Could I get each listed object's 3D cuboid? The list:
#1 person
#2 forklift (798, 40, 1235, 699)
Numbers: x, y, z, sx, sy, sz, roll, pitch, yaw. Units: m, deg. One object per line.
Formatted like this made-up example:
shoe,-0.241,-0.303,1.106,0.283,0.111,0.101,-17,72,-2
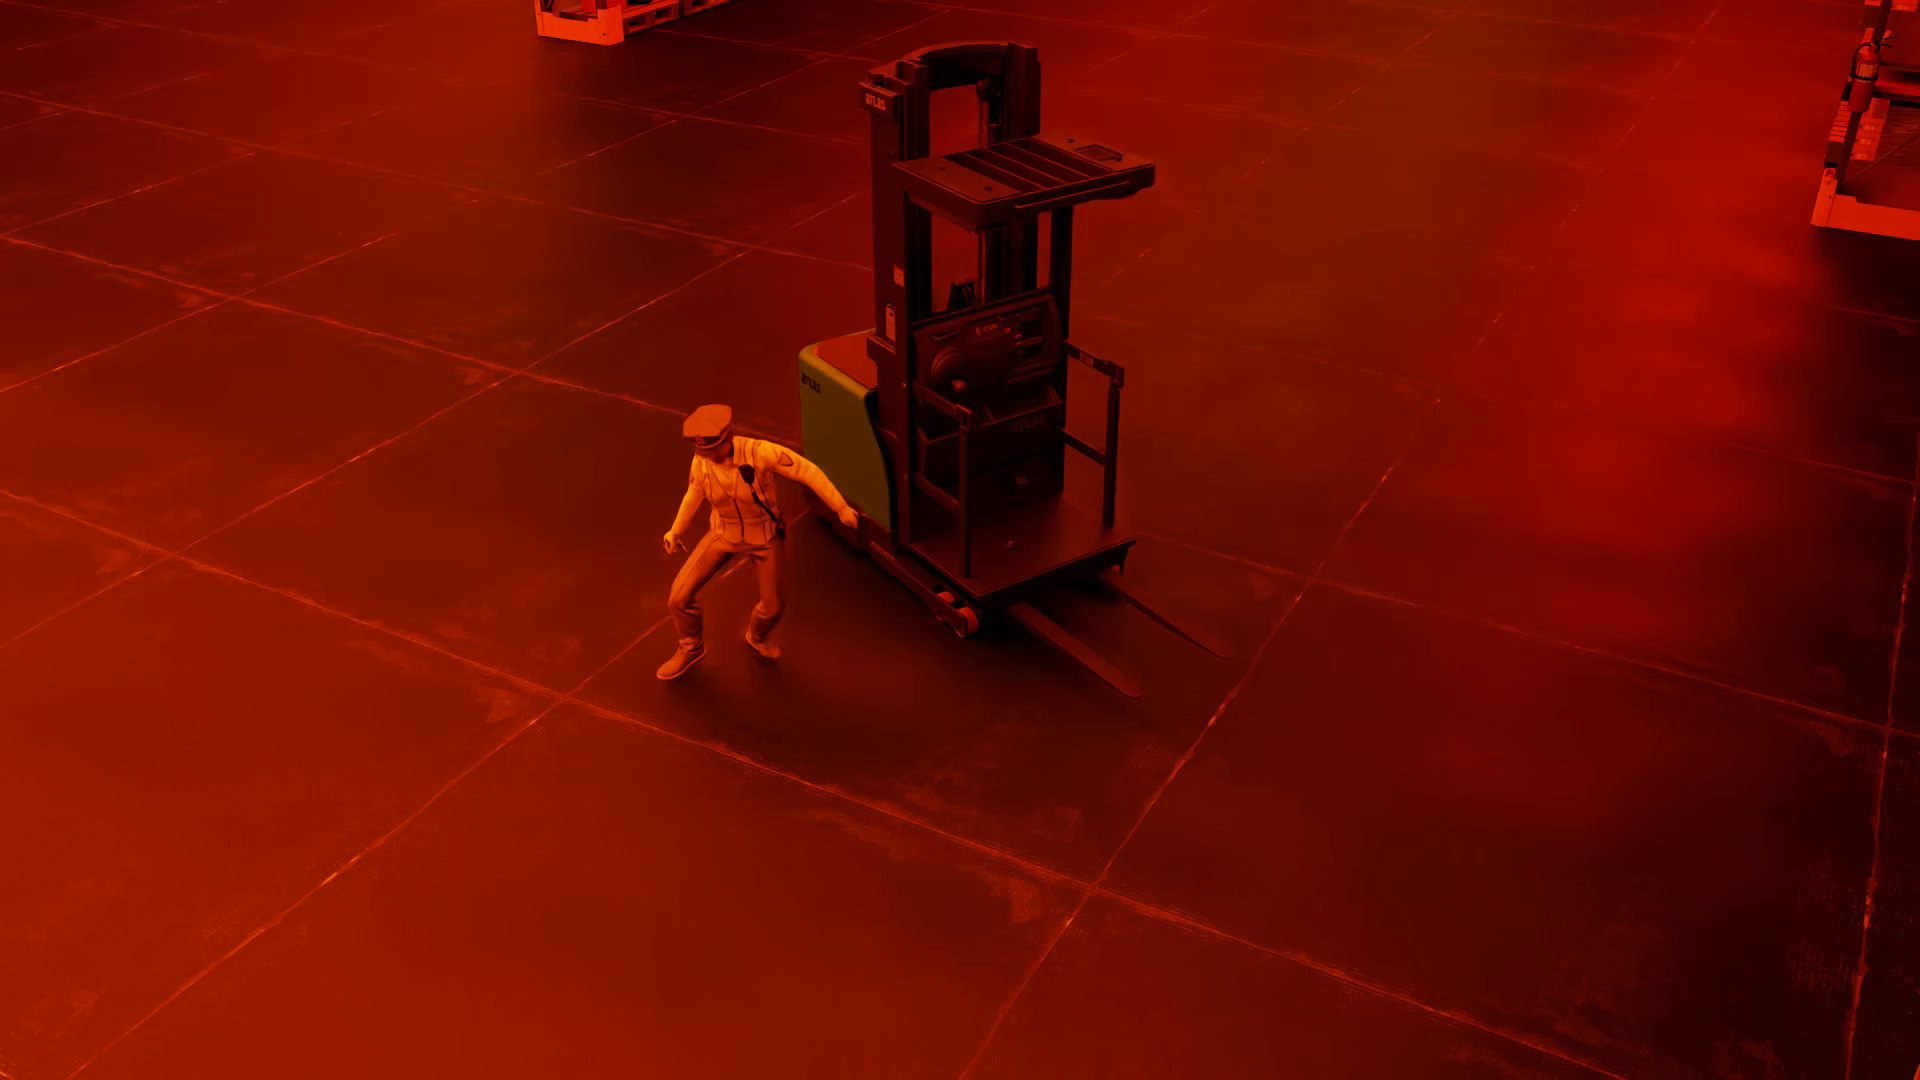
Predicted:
person,-1.035,0.017,8.471,1.060,1.608,0.539,1,30,2
forklift,0.279,-1.011,8.822,1.130,2.935,3.031,-19,35,-30
